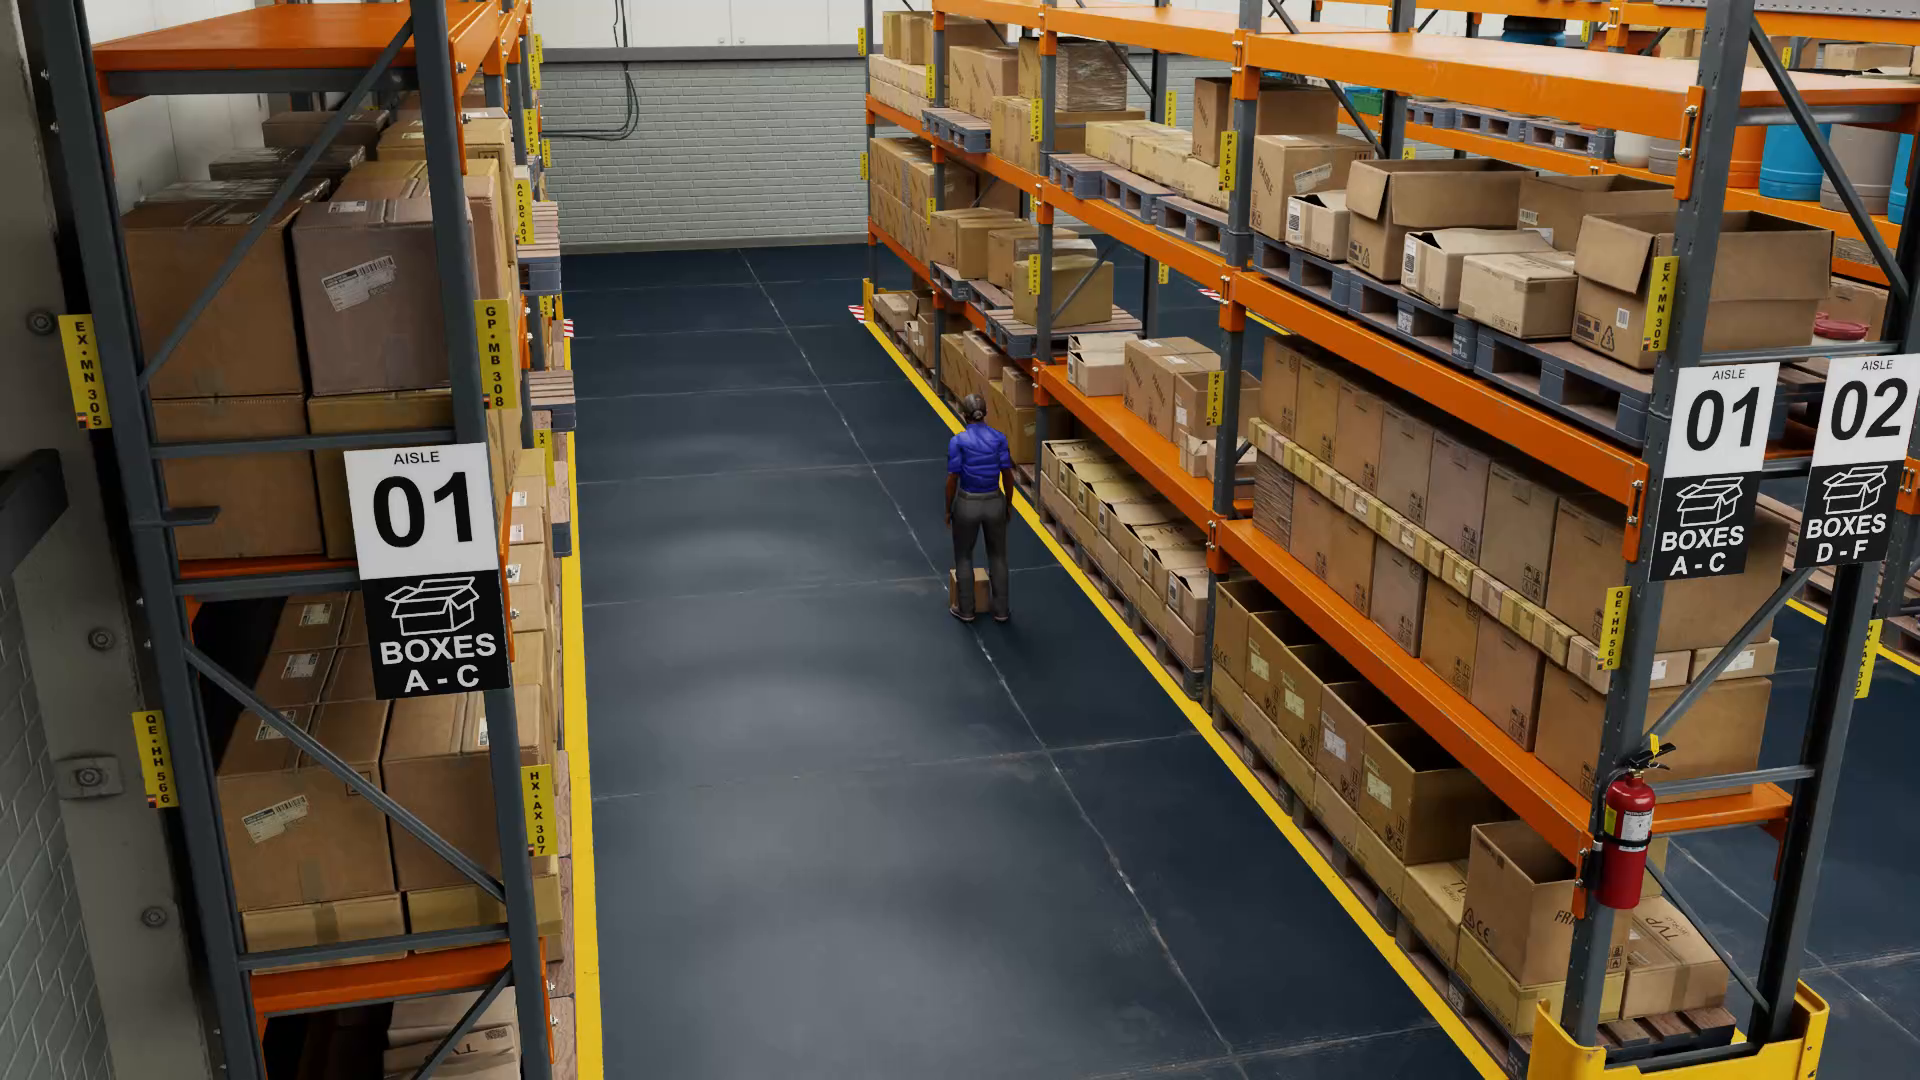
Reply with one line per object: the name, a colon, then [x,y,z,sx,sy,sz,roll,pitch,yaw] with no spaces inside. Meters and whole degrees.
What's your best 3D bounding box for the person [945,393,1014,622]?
person: [0.131,-0.220,11.693,0.503,1.654,0.398,-4,20,-12]
